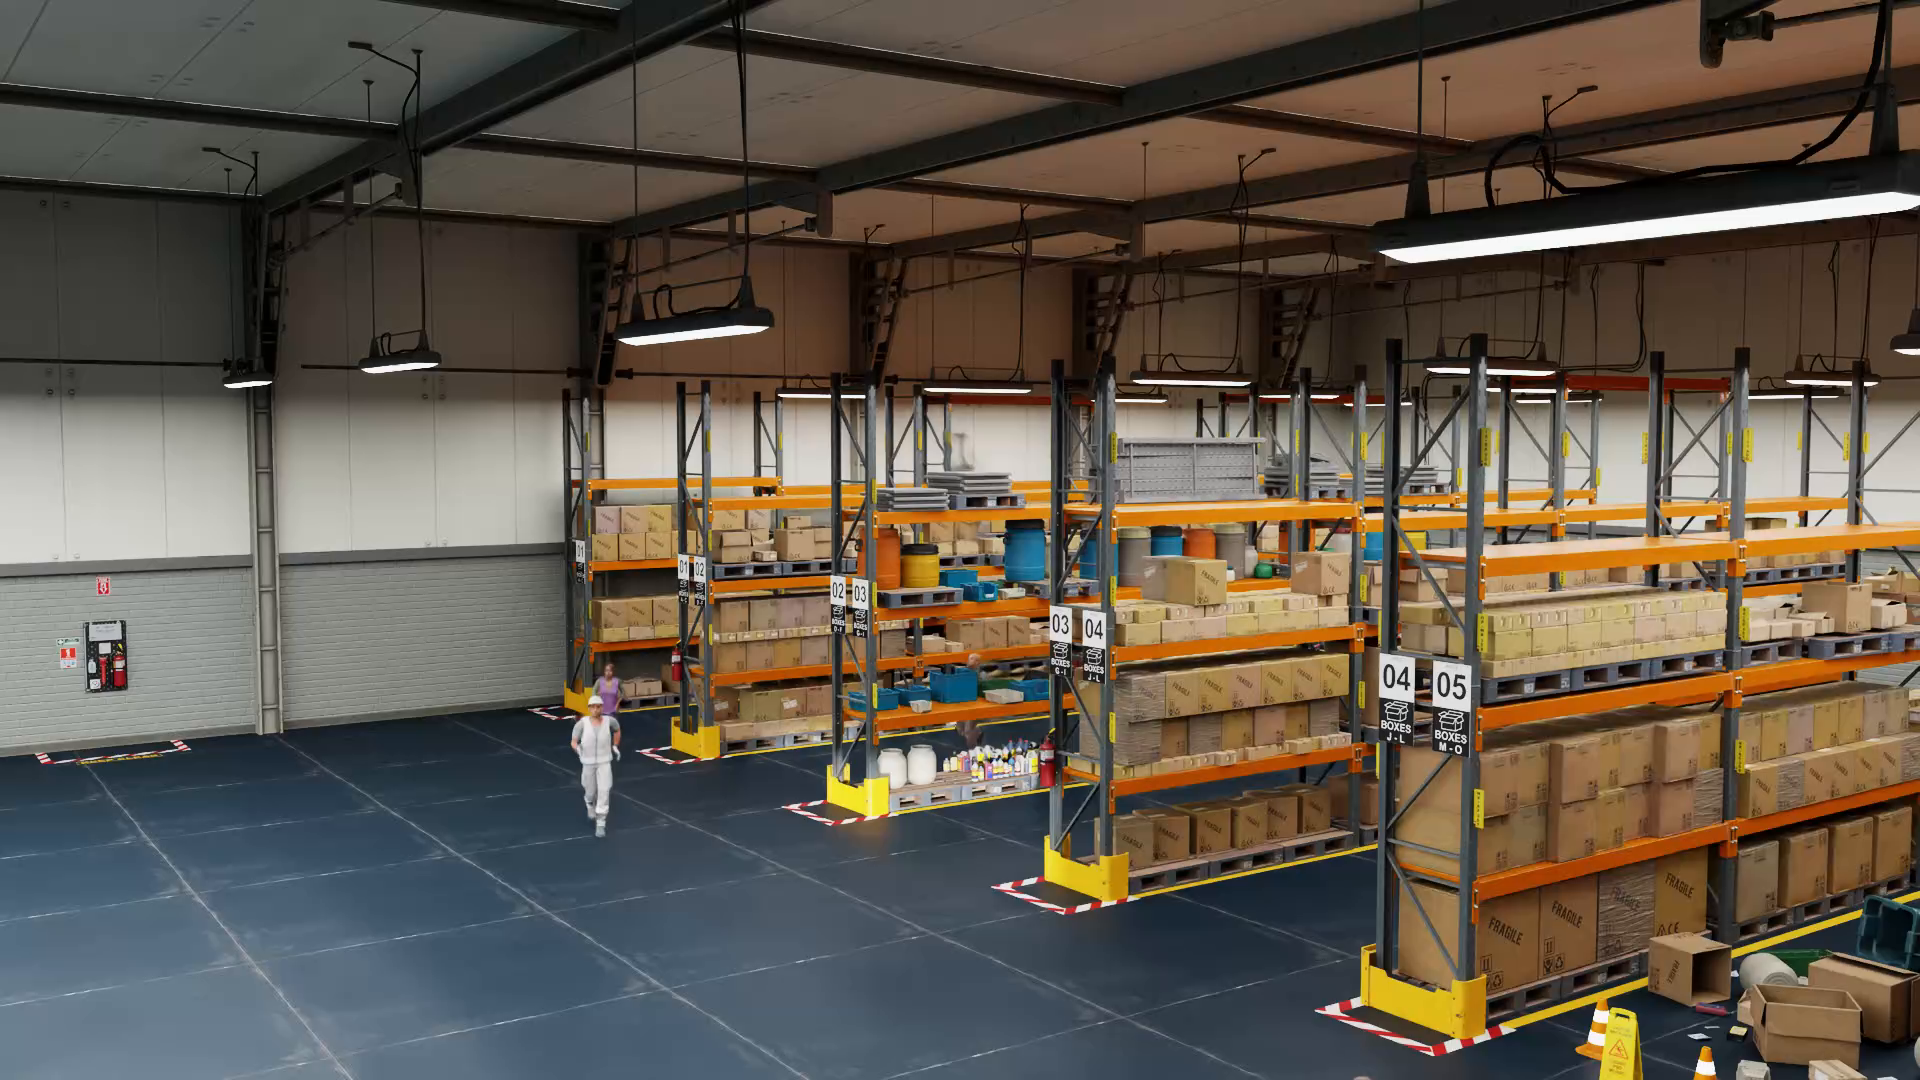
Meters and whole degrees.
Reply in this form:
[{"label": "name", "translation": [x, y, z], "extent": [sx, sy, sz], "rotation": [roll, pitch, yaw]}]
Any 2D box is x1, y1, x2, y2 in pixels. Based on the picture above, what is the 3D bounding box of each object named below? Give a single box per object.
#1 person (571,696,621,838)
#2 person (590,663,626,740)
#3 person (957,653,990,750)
[{"label": "person", "translation": [-4.707, 2.883, 21.541], "extent": [0.634, 1.778, 0.976], "rotation": [-1, 4, -13]}, {"label": "person", "translation": [-5.492, 2.718, 25.864], "extent": [0.509, 1.612, 0.669], "rotation": [-1, 4, -9]}, {"label": "person", "translation": [0.207, 2.633, 26.434], "extent": [0.552, 1.671, 0.660], "rotation": [-3, 5, -41]}]
